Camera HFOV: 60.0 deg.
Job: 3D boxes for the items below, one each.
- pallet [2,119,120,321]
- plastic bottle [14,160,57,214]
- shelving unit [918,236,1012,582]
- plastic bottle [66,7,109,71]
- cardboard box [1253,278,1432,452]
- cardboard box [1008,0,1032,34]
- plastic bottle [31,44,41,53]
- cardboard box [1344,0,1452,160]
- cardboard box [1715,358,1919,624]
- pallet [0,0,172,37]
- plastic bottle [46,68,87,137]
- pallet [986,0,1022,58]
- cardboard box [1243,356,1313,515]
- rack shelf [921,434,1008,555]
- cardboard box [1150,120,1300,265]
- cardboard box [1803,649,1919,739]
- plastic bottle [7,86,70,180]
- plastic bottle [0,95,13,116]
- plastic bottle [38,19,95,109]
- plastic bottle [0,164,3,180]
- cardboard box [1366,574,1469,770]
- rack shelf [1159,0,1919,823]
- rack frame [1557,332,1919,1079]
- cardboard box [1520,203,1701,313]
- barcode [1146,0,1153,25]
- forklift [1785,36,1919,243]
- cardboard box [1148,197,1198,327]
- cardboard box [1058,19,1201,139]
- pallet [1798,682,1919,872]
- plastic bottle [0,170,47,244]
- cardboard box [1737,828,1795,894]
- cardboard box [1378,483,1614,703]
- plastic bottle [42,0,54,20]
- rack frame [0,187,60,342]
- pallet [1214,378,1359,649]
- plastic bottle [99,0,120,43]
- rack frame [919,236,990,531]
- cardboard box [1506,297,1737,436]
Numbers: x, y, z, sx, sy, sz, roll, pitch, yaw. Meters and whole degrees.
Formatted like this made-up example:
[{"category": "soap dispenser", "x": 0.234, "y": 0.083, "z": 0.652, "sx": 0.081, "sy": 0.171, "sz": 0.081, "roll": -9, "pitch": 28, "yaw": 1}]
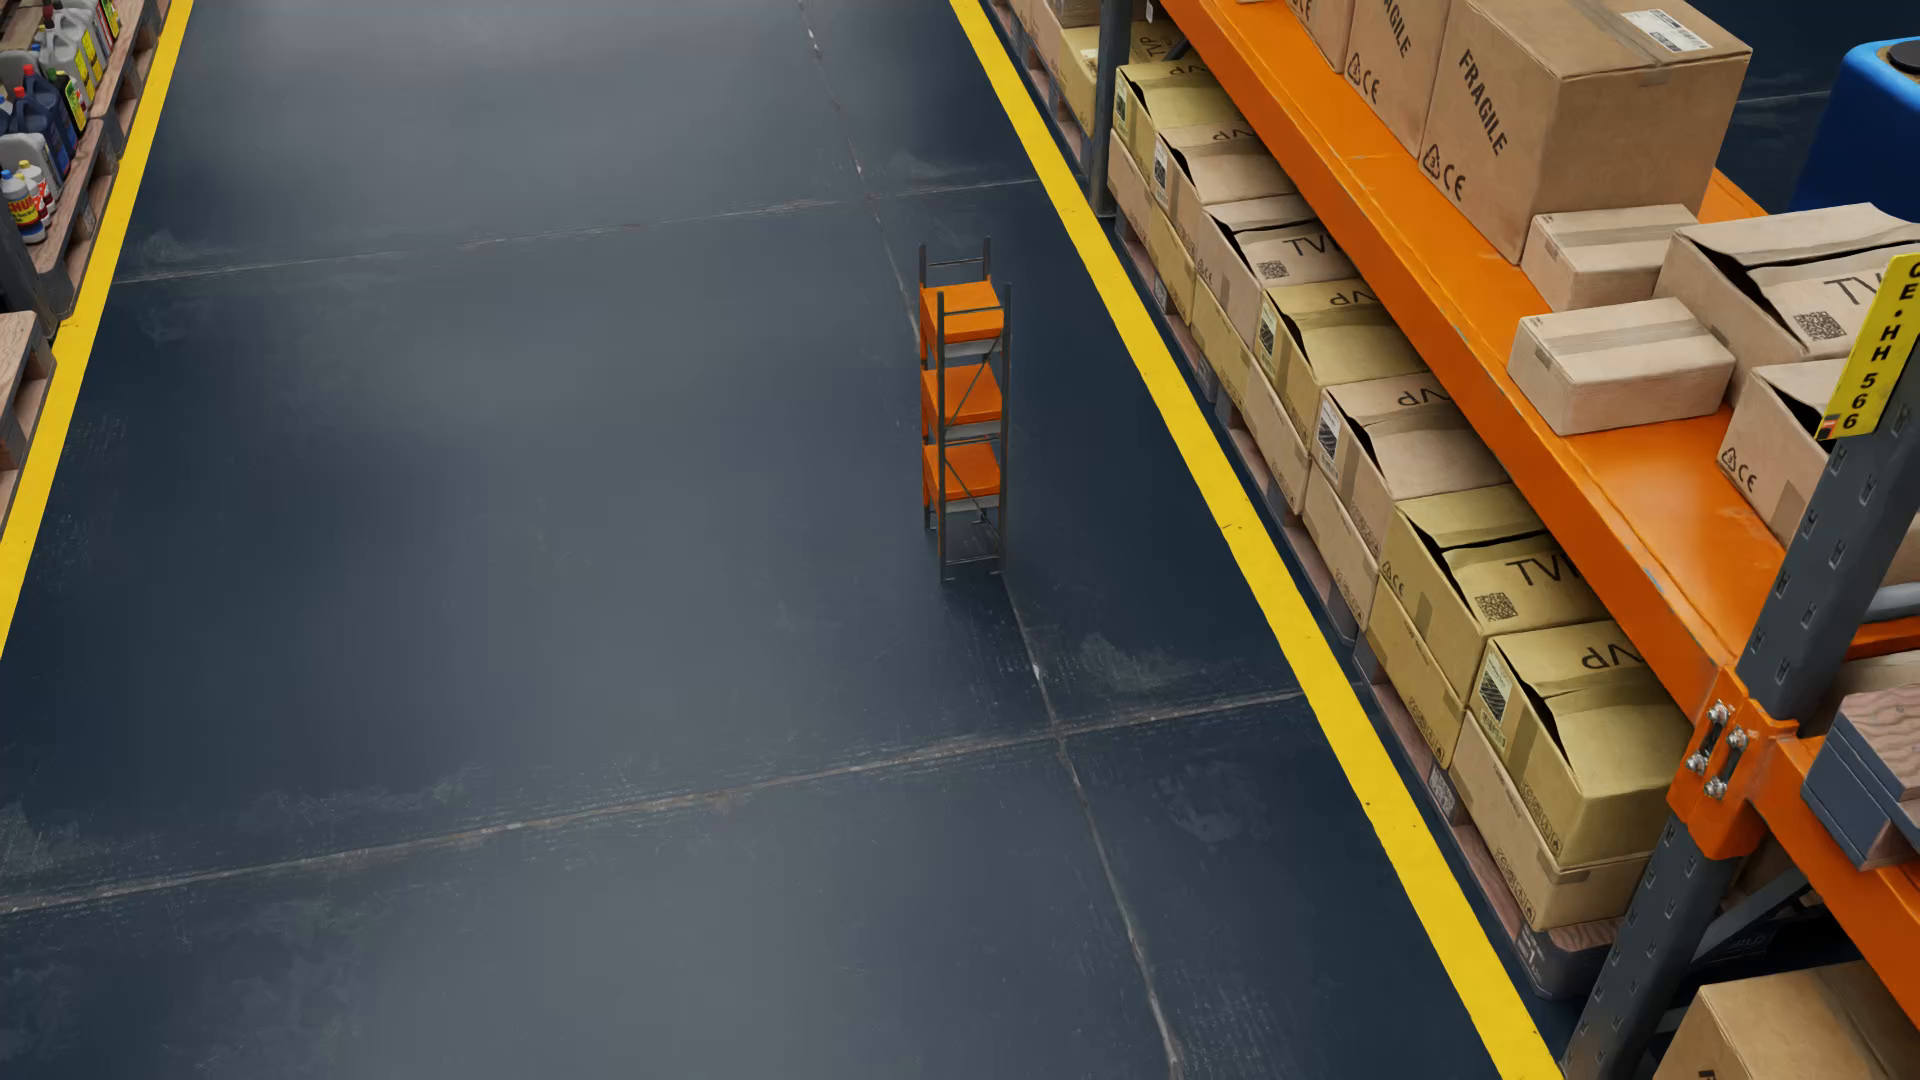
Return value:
[{"category": "pallet", "x": -3.913, "y": -1.213, "z": 6.458, "sx": 1.003, "sy": 0.211, "sz": 1.213, "roll": -8, "pitch": 42, "yaw": -9}, {"category": "plastic bottle", "x": -3.494, "y": -1.334, "z": 6.270, "sx": 0.097, "sy": 0.201, "sz": 0.097, "roll": 0, "pitch": 42, "yaw": 0}, {"category": "shelving unit", "x": 0.012, "y": -0.358, "z": 4.862, "sx": 0.215, "sy": 1.050, "sz": 0.252, "roll": -8, "pitch": 42, "yaw": -9}, {"category": "plastic bottle", "x": -3.790, "y": -2.169, "z": 7.154, "sx": 0.152, "sy": 0.276, "sz": 0.135, "roll": -9, "pitch": 42, "yaw": -10}, {"category": "cardboard box", "x": 1.207, "y": -0.561, "z": 4.955, "sx": 0.500, "sy": 0.311, "sz": 0.500, "roll": -7, "pitch": 42, "yaw": -8}, {"category": "cardboard box", "x": 0.494, "y": -2.568, "z": 7.638, "sx": 0.500, "sy": 0.250, "sz": 0.500, "roll": -8, "pitch": 42, "yaw": -9}, {"category": "plastic bottle", "x": -3.859, "y": -1.989, "z": 7.007, "sx": 0.097, "sy": 0.201, "sz": 0.097, "roll": 0, "pitch": 42, "yaw": 0}, {"category": "cardboard box", "x": 1.400, "y": -1.393, "z": 4.485, "sx": 0.500, "sy": 0.500, "sz": 0.500, "roll": -8, "pitch": 42, "yaw": -9}, {"category": "cardboard box", "x": 1.856, "y": -0.138, "z": 3.213, "sx": 0.500, "sy": 0.311, "sz": 0.500, "roll": -6, "pitch": 42, "yaw": -7}, {"category": "pallet", "x": -4.440, "y": -2.795, "z": 8.240, "sx": 1.003, "sy": 0.211, "sz": 1.213, "roll": -8, "pitch": 42, "yaw": -9}, {"category": "plastic bottle", "x": -3.614, "y": -1.782, "z": 6.712, "sx": 0.061, "sy": 0.283, "sz": 0.133, "roll": -7, "pitch": 42, "yaw": -7}, {"category": "pallet", "x": 0.631, "y": -2.793, "z": 8.238, "sx": 1.003, "sy": 0.211, "sz": 1.213, "roll": -8, "pitch": 42, "yaw": -9}, {"category": "cardboard box", "x": 1.206, "y": -0.357, "z": 5.148, "sx": 0.500, "sy": 0.250, "sz": 0.500, "roll": -8, "pitch": 42, "yaw": -8}, {"category": "rack shelf", "x": 0.012, "y": -0.142, "z": 5.054, "sx": 0.215, "sy": 0.259, "sz": 0.240, "roll": -8, "pitch": 42, "yaw": -9}, {"category": "cardboard box", "x": 0.977, "y": -1.232, "z": 5.711, "sx": 0.500, "sy": 0.311, "sz": 0.500, "roll": -9, "pitch": 42, "yaw": -10}, {"category": "cardboard box", "x": 2.066, "y": 0.350, "z": 3.928, "sx": 0.500, "sy": 0.311, "sz": 0.500, "roll": -7, "pitch": 42, "yaw": -8}, {"category": "plastic bottle", "x": -3.578, "y": -1.572, "z": 6.425, "sx": 0.144, "sy": 0.351, "sz": 0.185, "roll": -7, "pitch": 42, "yaw": -8}, {"category": "plastic bottle", "x": -3.727, "y": -1.619, "z": 6.538, "sx": 0.097, "sy": 0.271, "sz": 0.097, "roll": 0, "pitch": 42, "yaw": 0}, {"category": "plastic bottle", "x": -3.711, "y": -1.969, "z": 6.873, "sx": 0.144, "sy": 0.351, "sz": 0.185, "roll": -9, "pitch": 42, "yaw": -10}, {"category": "plastic bottle", "x": -3.650, "y": -1.423, "z": 6.308, "sx": 0.061, "sy": 0.283, "sz": 0.133, "roll": -8, "pitch": 42, "yaw": -9}, {"category": "cardboard box", "x": 1.425, "y": 0.302, "z": 4.405, "sx": 0.500, "sy": 0.250, "sz": 0.500, "roll": -9, "pitch": 42, "yaw": -10}, {"category": "rack shelf", "x": 1.460, "y": -0.957, "z": 4.610, "sx": 1.077, "sy": 0.370, "sz": 4.000, "roll": -8, "pitch": 42, "yaw": -9}, {"category": "rack frame", "x": 1.892, "y": 0.070, "z": 2.911, "sx": 1.000, "sy": 3.000, "sz": 0.127, "roll": -8, "pitch": 42, "yaw": -9}, {"category": "cardboard box", "x": 1.562, "y": -0.654, "z": 3.917, "sx": 0.380, "sy": 0.149, "sz": 0.250, "roll": -5, "pitch": 42, "yaw": -6}, {"category": "barcode", "x": 0.677, "y": -1.886, "z": 5.944, "sx": 0.001, "sy": 0.075, "sz": 0.075, "roll": -8, "pitch": 42, "yaw": -9}, {"category": "forklift", "x": 4.471, "y": -1.860, "z": 5.137, "sx": 3.031, "sy": 2.935, "sz": 1.130, "roll": -10, "pitch": 43, "yaw": -11}, {"category": "cardboard box", "x": 0.983, "y": -1.023, "z": 5.897, "sx": 0.500, "sy": 0.250, "sz": 0.500, "roll": -7, "pitch": 42, "yaw": -8}, {"category": "cardboard box", "x": 0.715, "y": -1.920, "z": 6.909, "sx": 0.500, "sy": 0.250, "sz": 0.500, "roll": -8, "pitch": 42, "yaw": -9}, {"category": "pallet", "x": 2.107, "y": 0.572, "z": 2.491, "sx": 1.213, "sy": 0.211, "sz": 1.003, "roll": -8, "pitch": 42, "yaw": -9}, {"category": "plastic bottle", "x": -3.450, "y": -1.229, "z": 6.098, "sx": 0.097, "sy": 0.271, "sz": 0.097, "roll": 0, "pitch": 42, "yaw": 0}, {"category": "cardboard box", "x": 2.066, "y": 0.560, "z": 4.114, "sx": 0.500, "sy": 0.250, "sz": 0.500, "roll": -8, "pitch": 42, "yaw": -9}, {"category": "cardboard box", "x": 1.420, "y": 0.092, "z": 4.219, "sx": 0.500, "sy": 0.311, "sz": 0.500, "roll": -9, "pitch": 42, "yaw": -10}, {"category": "plastic bottle", "x": -3.924, "y": -2.246, "z": 7.235, "sx": 0.061, "sy": 0.283, "sz": 0.133, "roll": -8, "pitch": 42, "yaw": -9}, {"category": "rack frame", "x": -3.809, "y": -1.815, "z": 5.035, "sx": 1.000, "sy": 3.000, "sz": 0.127, "roll": -8, "pitch": 42, "yaw": -9}, {"category": "pallet", "x": 1.492, "y": -0.215, "z": 5.333, "sx": 1.003, "sy": 0.211, "sz": 1.213, "roll": -8, "pitch": 42, "yaw": -9}, {"category": "plastic bottle", "x": -3.805, "y": -2.356, "z": 7.359, "sx": 0.061, "sy": 0.283, "sz": 0.133, "roll": -7, "pitch": 42, "yaw": -8}, {"category": "rack frame", "x": -0.015, "y": -0.437, "z": 4.951, "sx": 0.200, "sy": 1.050, "sz": 0.008, "roll": -8, "pitch": 42, "yaw": -9}, {"category": "cardboard box", "x": 1.428, "y": -0.379, "z": 3.607, "sx": 0.380, "sy": 0.149, "sz": 0.250, "roll": -8, "pitch": 42, "yaw": -9}]
